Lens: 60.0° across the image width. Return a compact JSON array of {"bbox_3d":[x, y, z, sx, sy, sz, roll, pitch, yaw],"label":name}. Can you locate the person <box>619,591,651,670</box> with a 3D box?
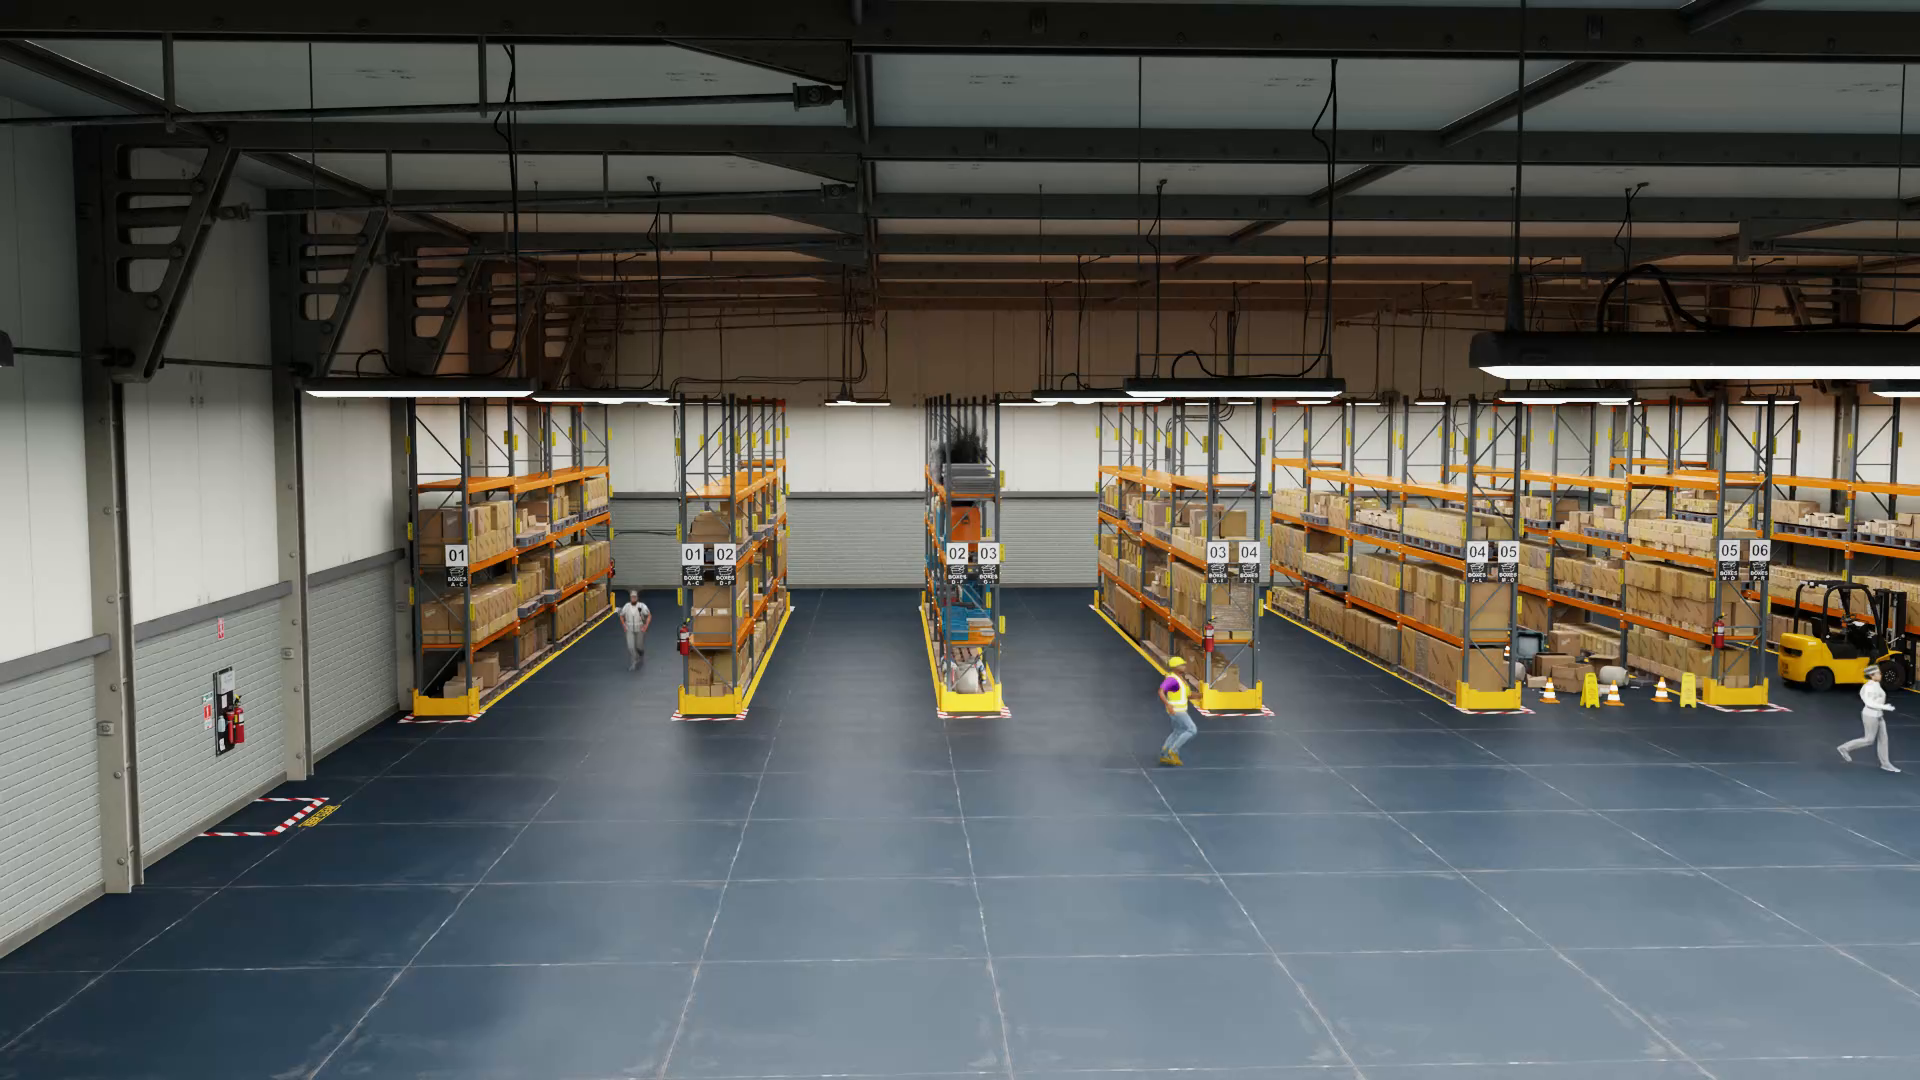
[{"bbox_3d":[-7.152,1.967,36.639,0.690,1.747,0.662,0,5,-6],"label":"person"}]

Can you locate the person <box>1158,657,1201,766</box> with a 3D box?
[{"bbox_3d":[3.521,2.738,26.627,0.678,1.743,0.679,1,5,14],"label":"person"}]

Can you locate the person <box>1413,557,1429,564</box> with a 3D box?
[{"bbox_3d":[13.713,1.014,49.410,0.847,1.663,0.615,0,5,4],"label":"person"}]

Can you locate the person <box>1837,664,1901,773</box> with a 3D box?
[{"bbox_3d":[14.400,2.799,26.286,0.901,1.693,0.616,4,6,38],"label":"person"}]
